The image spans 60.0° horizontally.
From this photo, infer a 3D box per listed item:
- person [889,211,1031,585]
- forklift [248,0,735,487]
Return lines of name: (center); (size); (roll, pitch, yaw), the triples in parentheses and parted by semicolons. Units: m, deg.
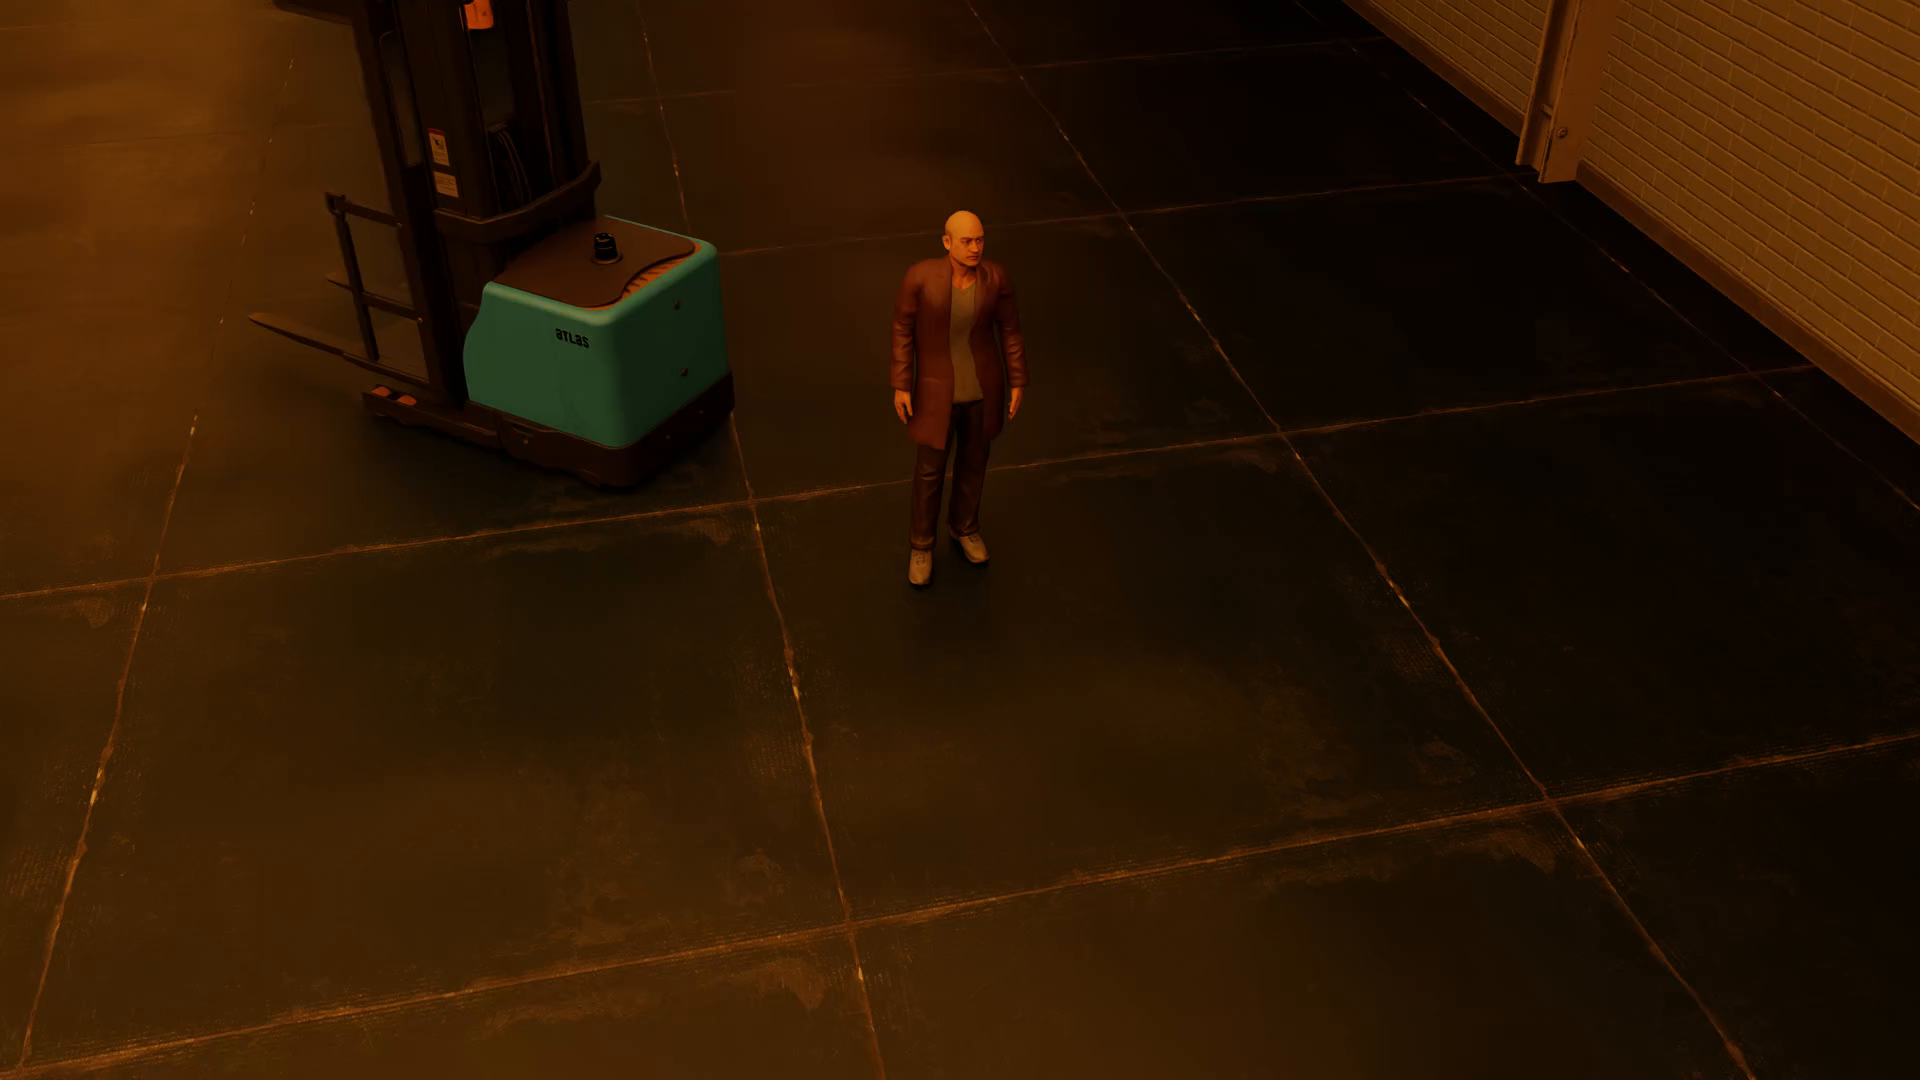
person: (0.015, -0.675, 7.963); (0.694, 1.776, 0.582); (-8, 36, -11)
forklift: (-2.824, -2.092, 8.957); (3.031, 2.935, 1.130); (18, 40, 24)
